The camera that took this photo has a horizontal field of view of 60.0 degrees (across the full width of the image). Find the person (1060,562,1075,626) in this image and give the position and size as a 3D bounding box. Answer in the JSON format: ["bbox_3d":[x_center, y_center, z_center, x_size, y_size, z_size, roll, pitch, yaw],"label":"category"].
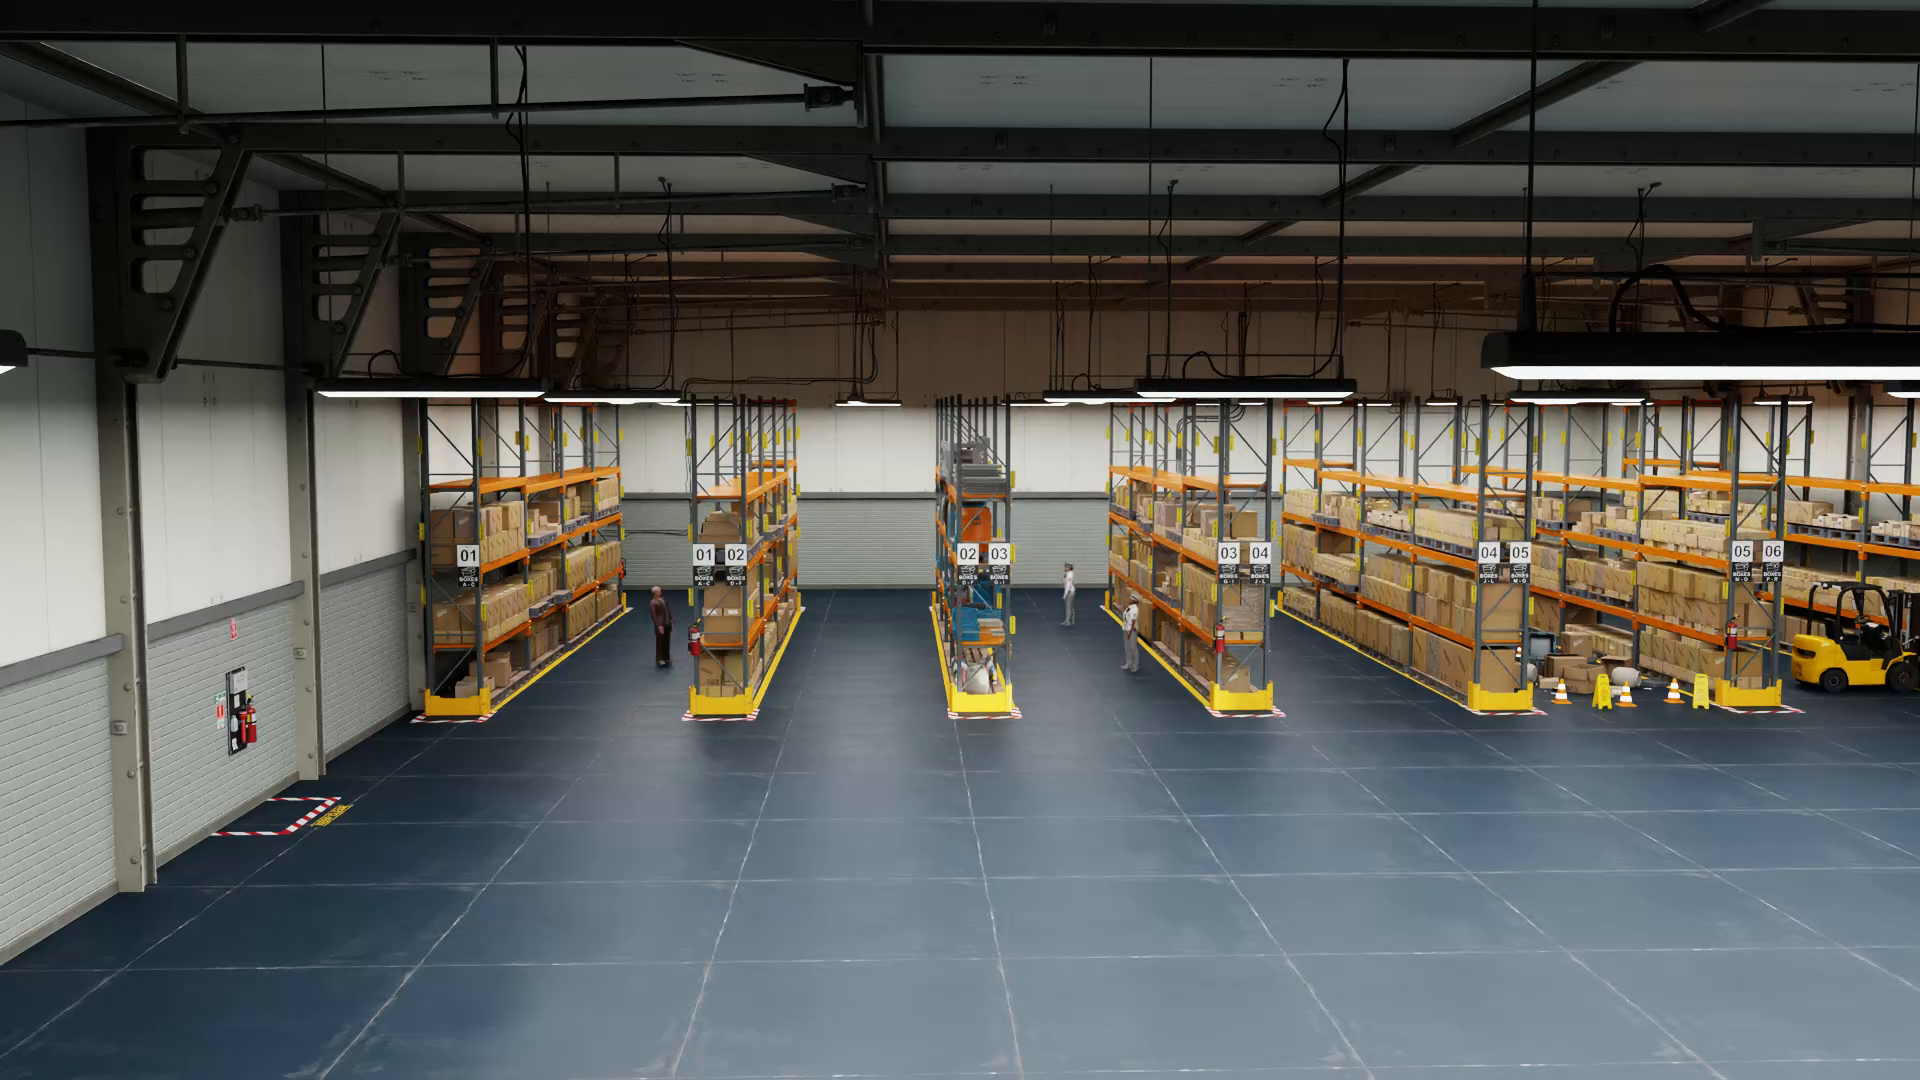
[{"bbox_3d":[2.843,1.426,43.922,0.384,1.694,0.503,0,5,4],"label":"person"}]

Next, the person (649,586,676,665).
[{"bbox_3d":[-6.650,1.935,37.333,0.426,1.815,0.712,2,5,27],"label":"person"}]

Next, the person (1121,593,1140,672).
[{"bbox_3d":[3.752,2.016,36.513,0.400,1.727,0.456,-2,5,-27],"label":"person"}]

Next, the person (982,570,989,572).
[{"bbox_3d":[0.952,0.966,49.190,0.628,1.705,1.036,-1,5,-11],"label":"person"}]
